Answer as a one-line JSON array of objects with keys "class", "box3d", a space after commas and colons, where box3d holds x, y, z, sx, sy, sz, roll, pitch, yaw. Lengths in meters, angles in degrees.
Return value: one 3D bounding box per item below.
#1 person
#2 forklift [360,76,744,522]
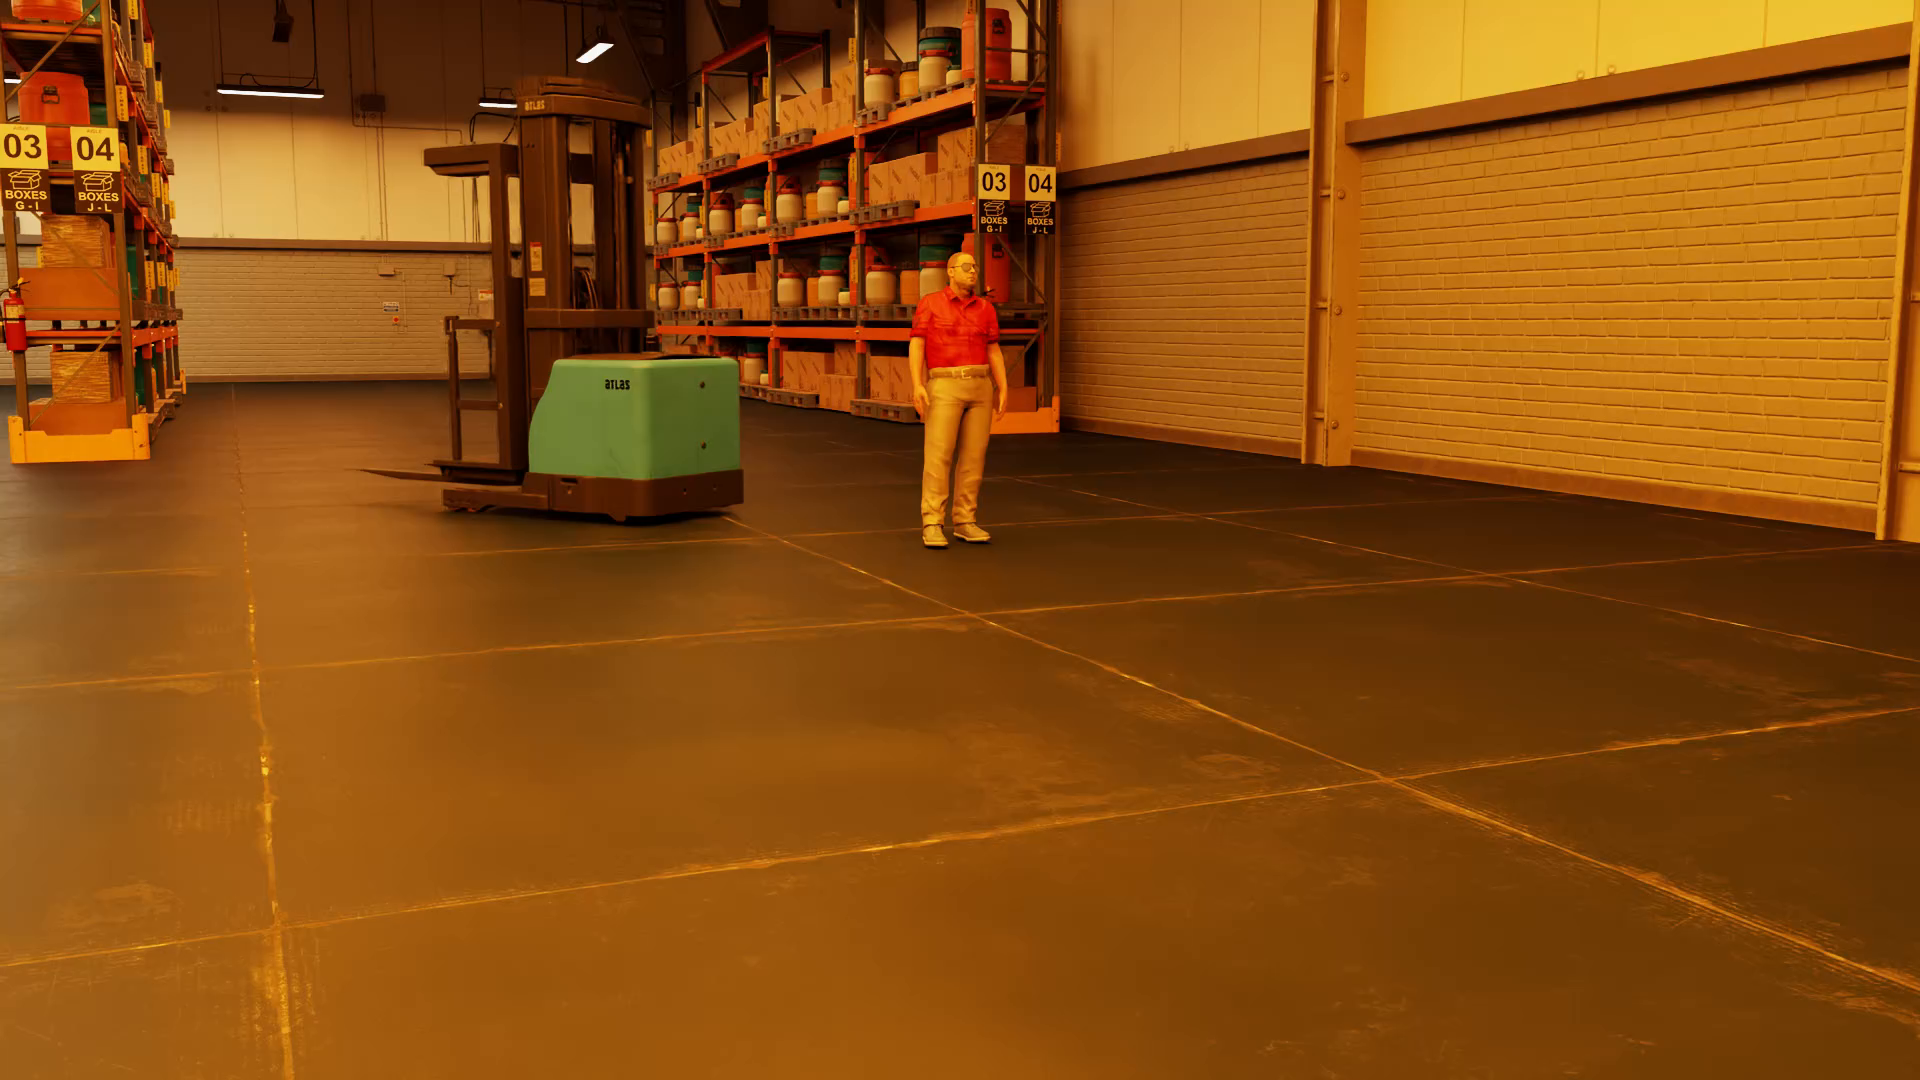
[{"class": "person", "box3d": [0.026, -0.853, 9.954, 0.642, 1.727, 0.550, -3, 8, -23]}, {"class": "forklift", "box3d": [-3.026, -1.689, 11.755, 3.031, 2.935, 1.130, 5, 9, 32]}]
